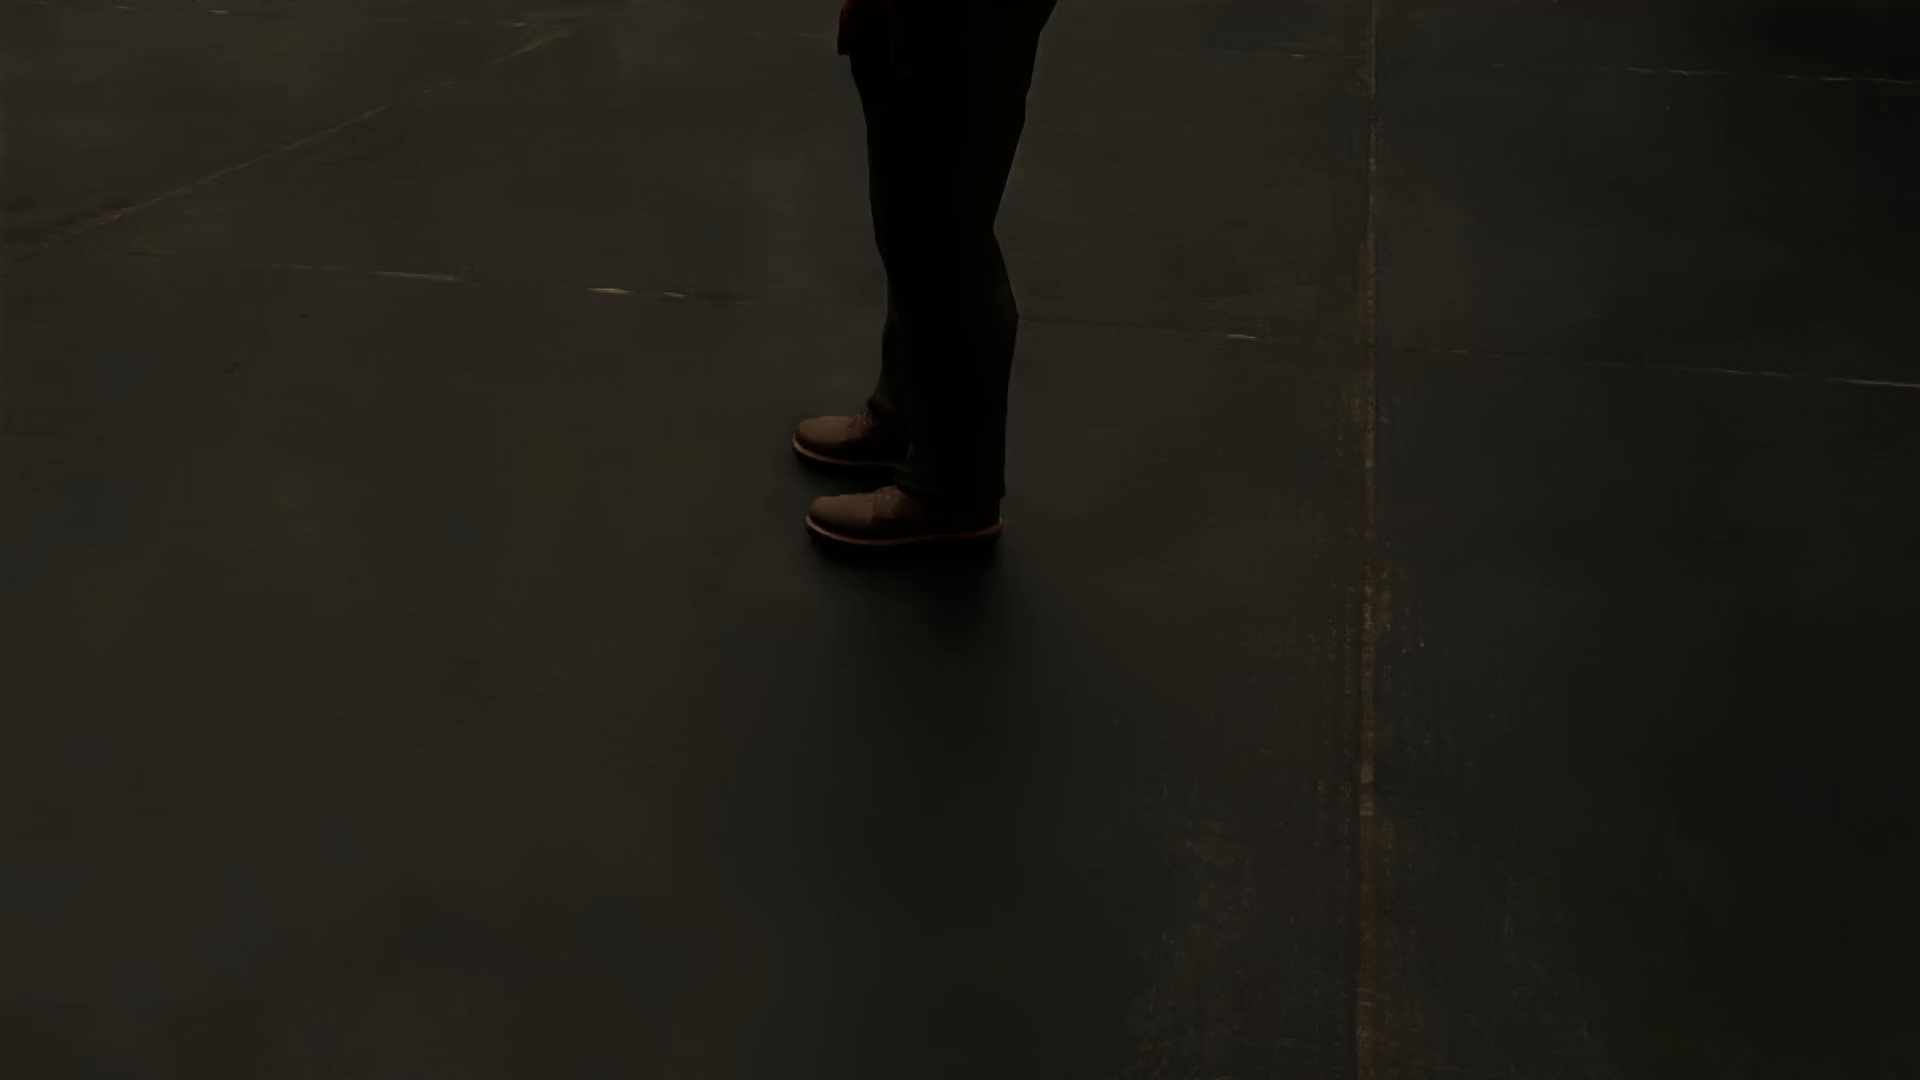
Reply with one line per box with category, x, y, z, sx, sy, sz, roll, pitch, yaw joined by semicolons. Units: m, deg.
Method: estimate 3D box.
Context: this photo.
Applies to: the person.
person;-0.081;-0.762;2.158;0.503;1.654;0.570;6;27;11
